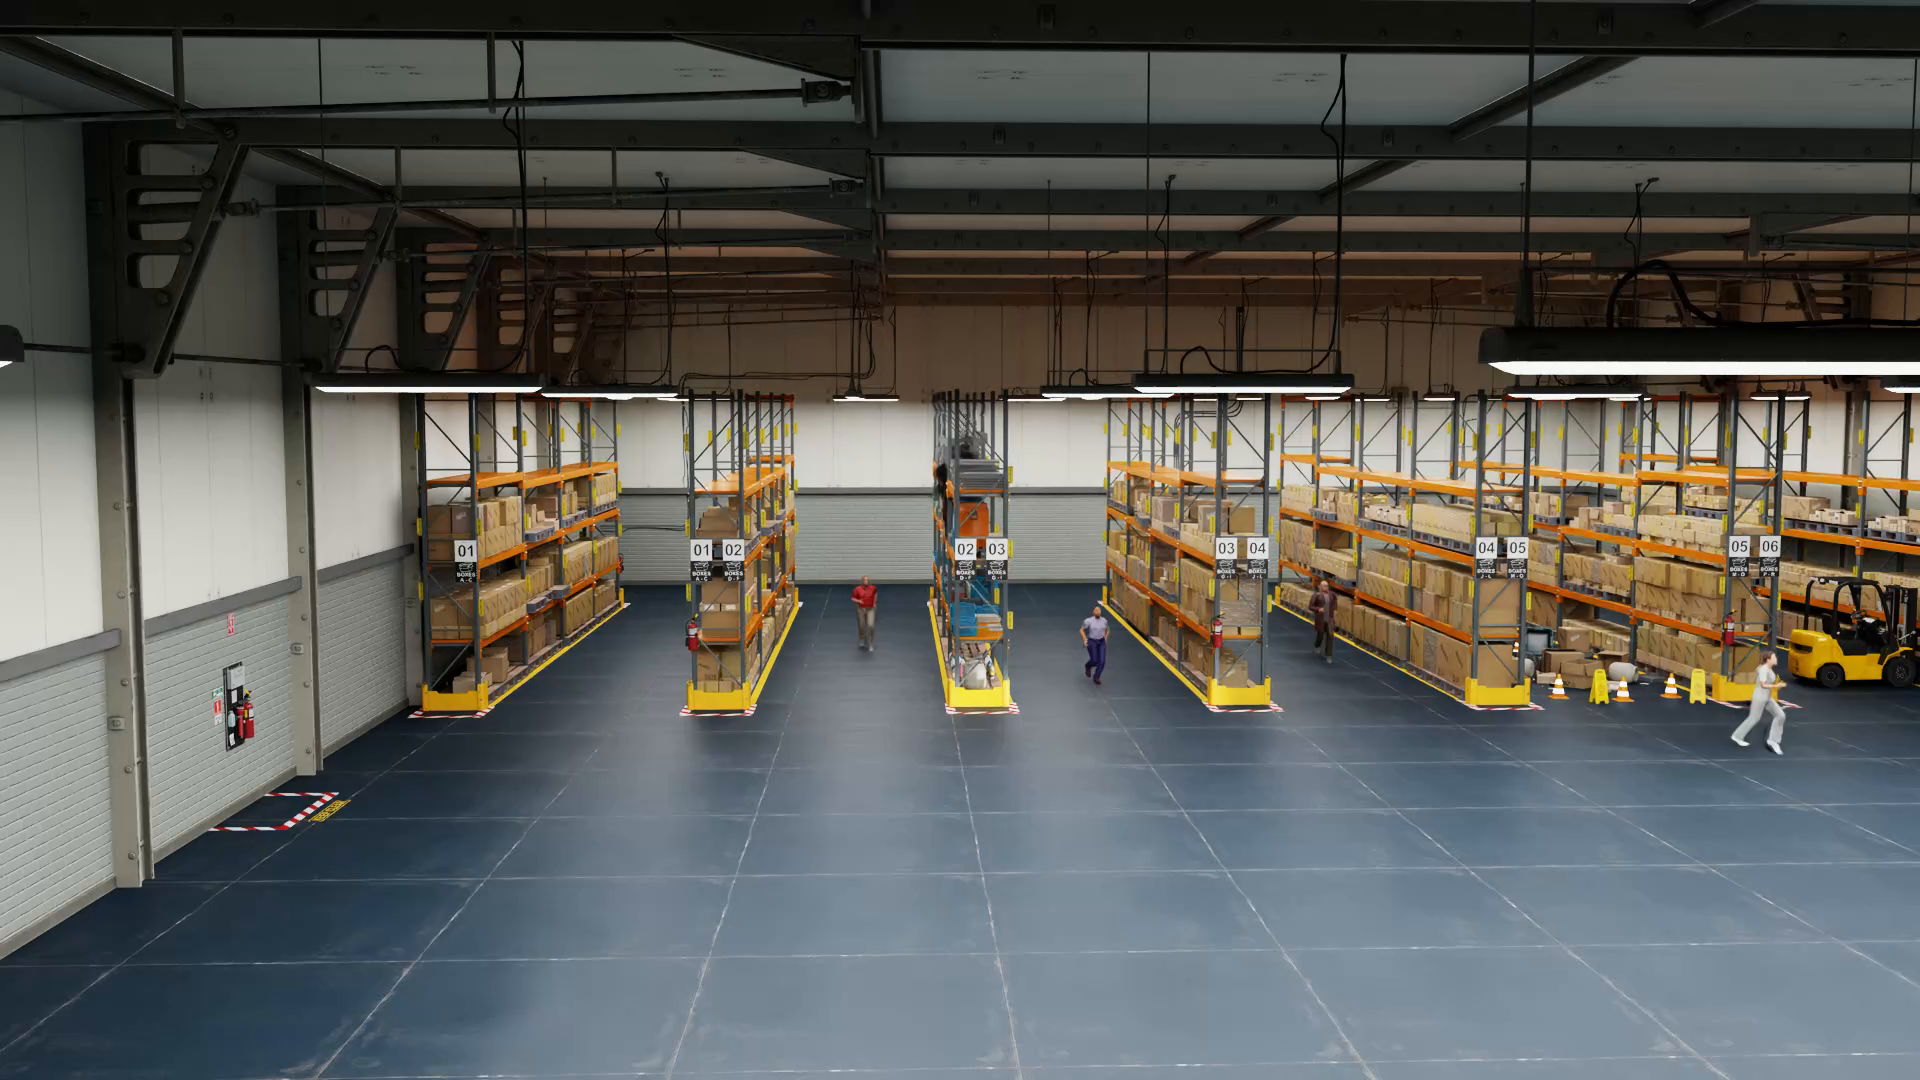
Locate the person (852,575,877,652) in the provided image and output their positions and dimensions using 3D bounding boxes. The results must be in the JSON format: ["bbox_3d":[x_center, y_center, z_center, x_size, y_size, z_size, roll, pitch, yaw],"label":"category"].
[{"bbox_3d":[-2.220,1.697,38.802,0.608,1.767,0.909,0,5,-5],"label":"person"}]

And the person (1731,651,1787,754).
[{"bbox_3d":[13.206,2.656,27.475,0.837,1.702,0.586,4,6,40],"label":"person"}]

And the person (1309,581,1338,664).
[{"bbox_3d":[8.129,1.823,37.199,0.742,1.834,1.010,-1,5,-8],"label":"person"}]

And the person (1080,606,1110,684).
[{"bbox_3d":[2.808,2.155,34.164,0.615,1.594,0.546,-1,5,-15],"label":"person"}]
